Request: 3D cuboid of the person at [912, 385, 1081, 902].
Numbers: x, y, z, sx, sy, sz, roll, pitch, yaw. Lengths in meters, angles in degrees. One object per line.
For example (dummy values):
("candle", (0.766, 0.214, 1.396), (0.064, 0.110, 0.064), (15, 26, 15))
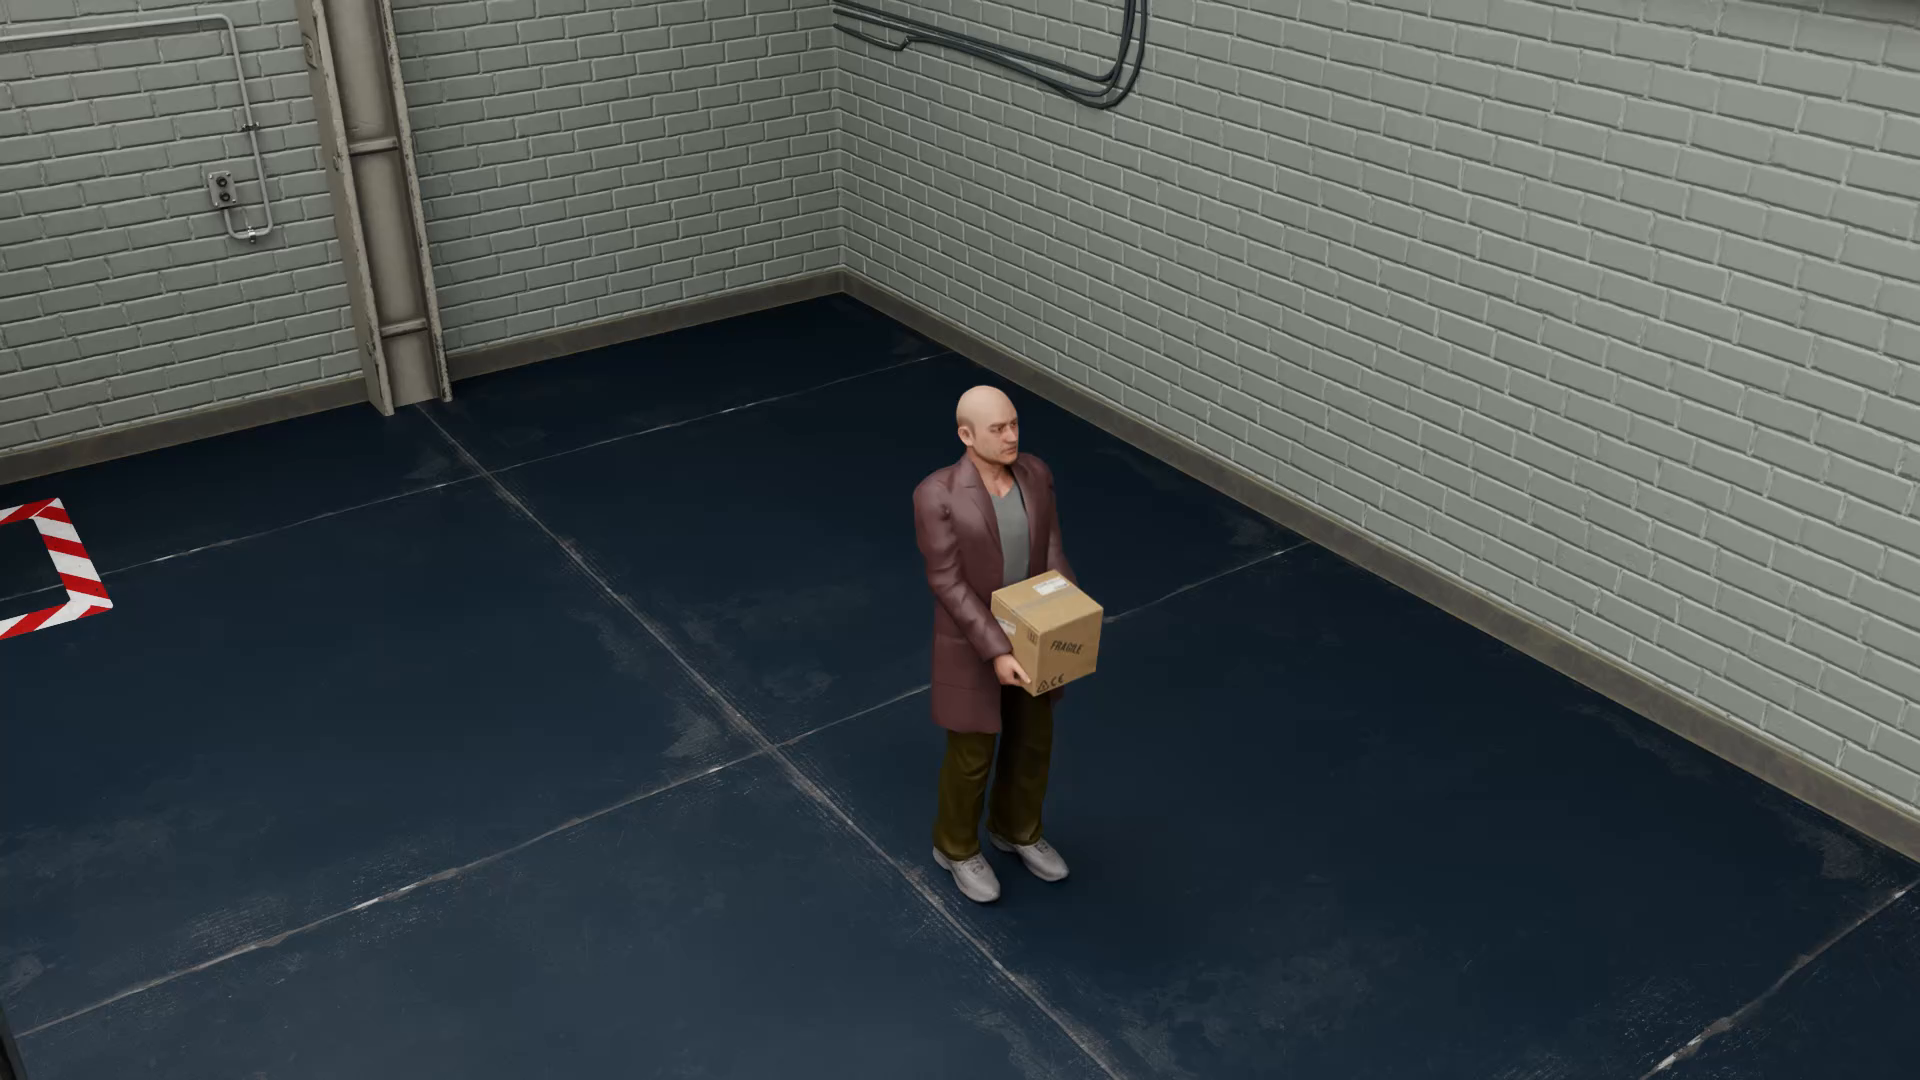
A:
("person", (0.169, 0.380, 5.434), (0.530, 1.769, 0.561), (-19, 33, -31))
